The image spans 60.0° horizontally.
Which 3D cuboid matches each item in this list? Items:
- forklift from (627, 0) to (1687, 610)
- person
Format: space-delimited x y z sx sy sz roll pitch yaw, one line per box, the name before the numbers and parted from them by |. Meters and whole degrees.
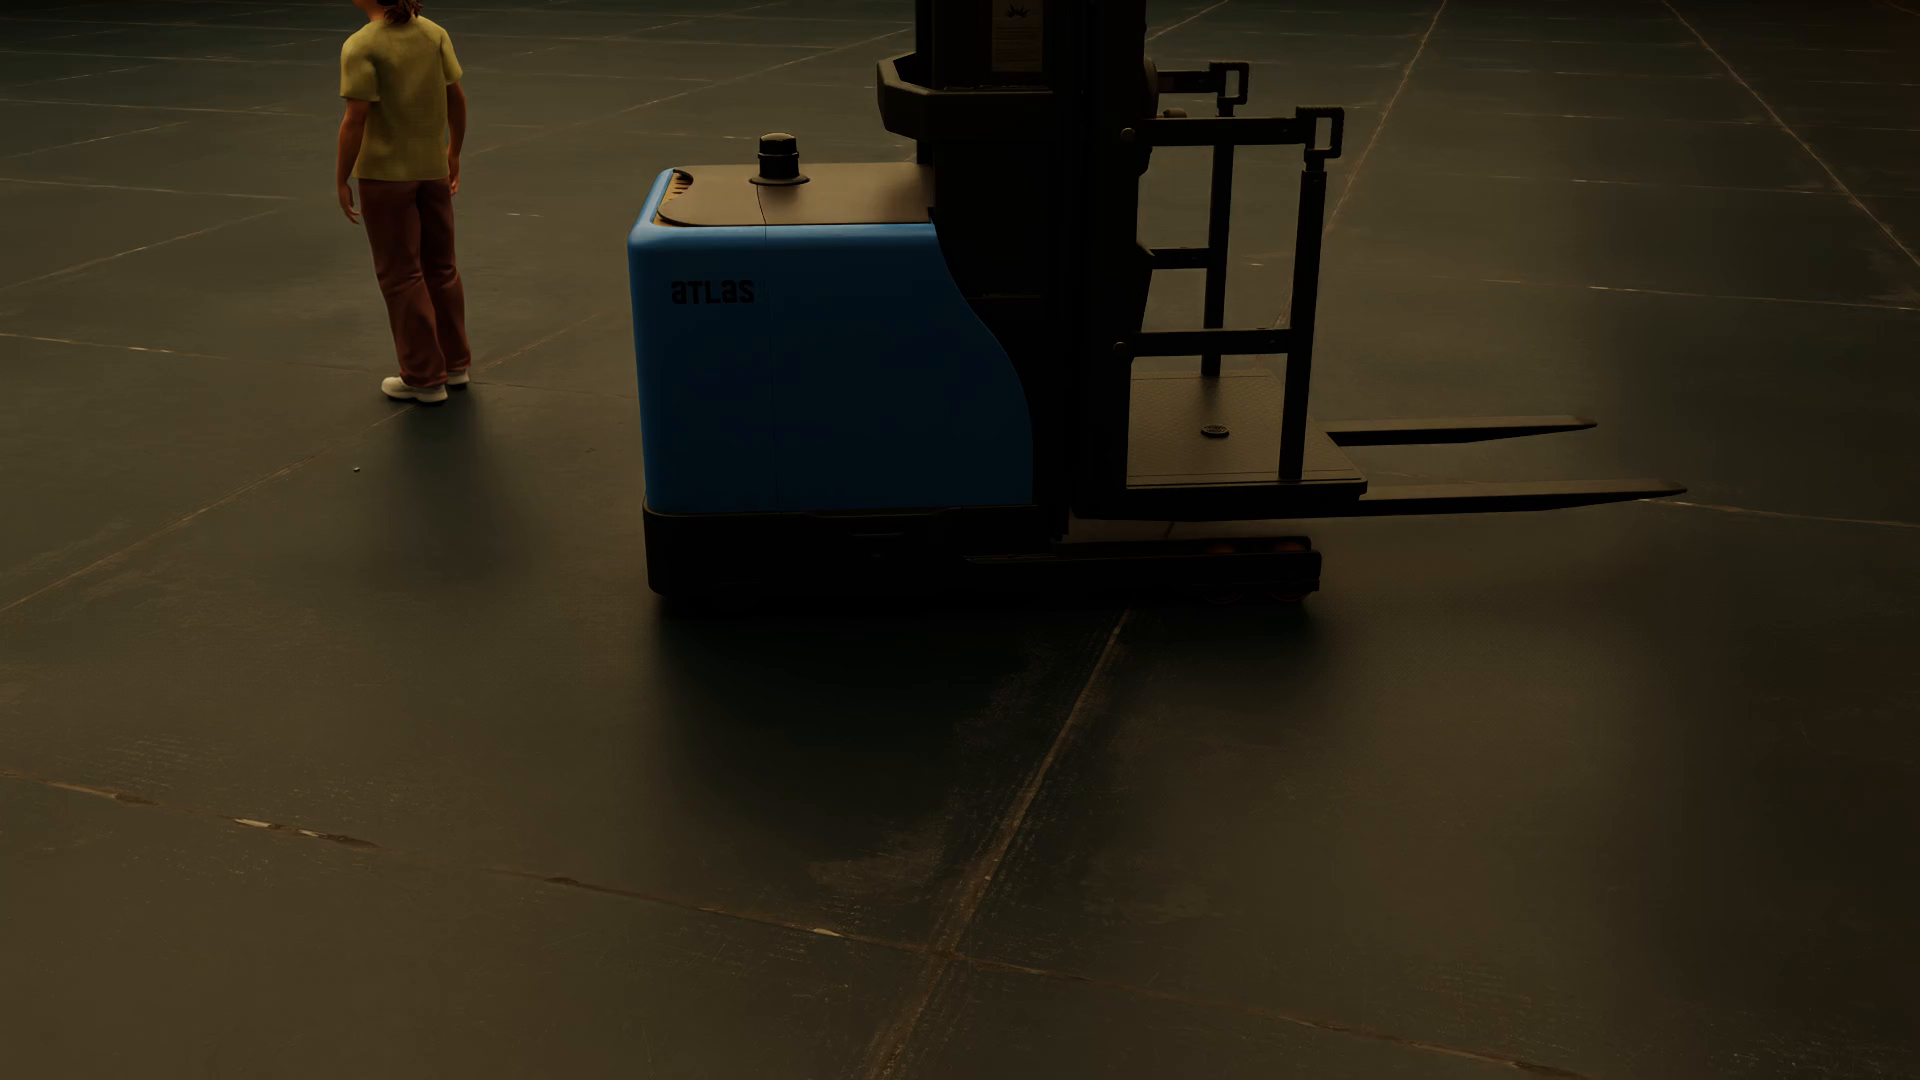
forklift | 0.606 -1.374 4.608 3.031 2.935 1.130 -2 23 -4
person | -2.087 -1.330 6.129 0.549 1.674 0.553 16 27 34
